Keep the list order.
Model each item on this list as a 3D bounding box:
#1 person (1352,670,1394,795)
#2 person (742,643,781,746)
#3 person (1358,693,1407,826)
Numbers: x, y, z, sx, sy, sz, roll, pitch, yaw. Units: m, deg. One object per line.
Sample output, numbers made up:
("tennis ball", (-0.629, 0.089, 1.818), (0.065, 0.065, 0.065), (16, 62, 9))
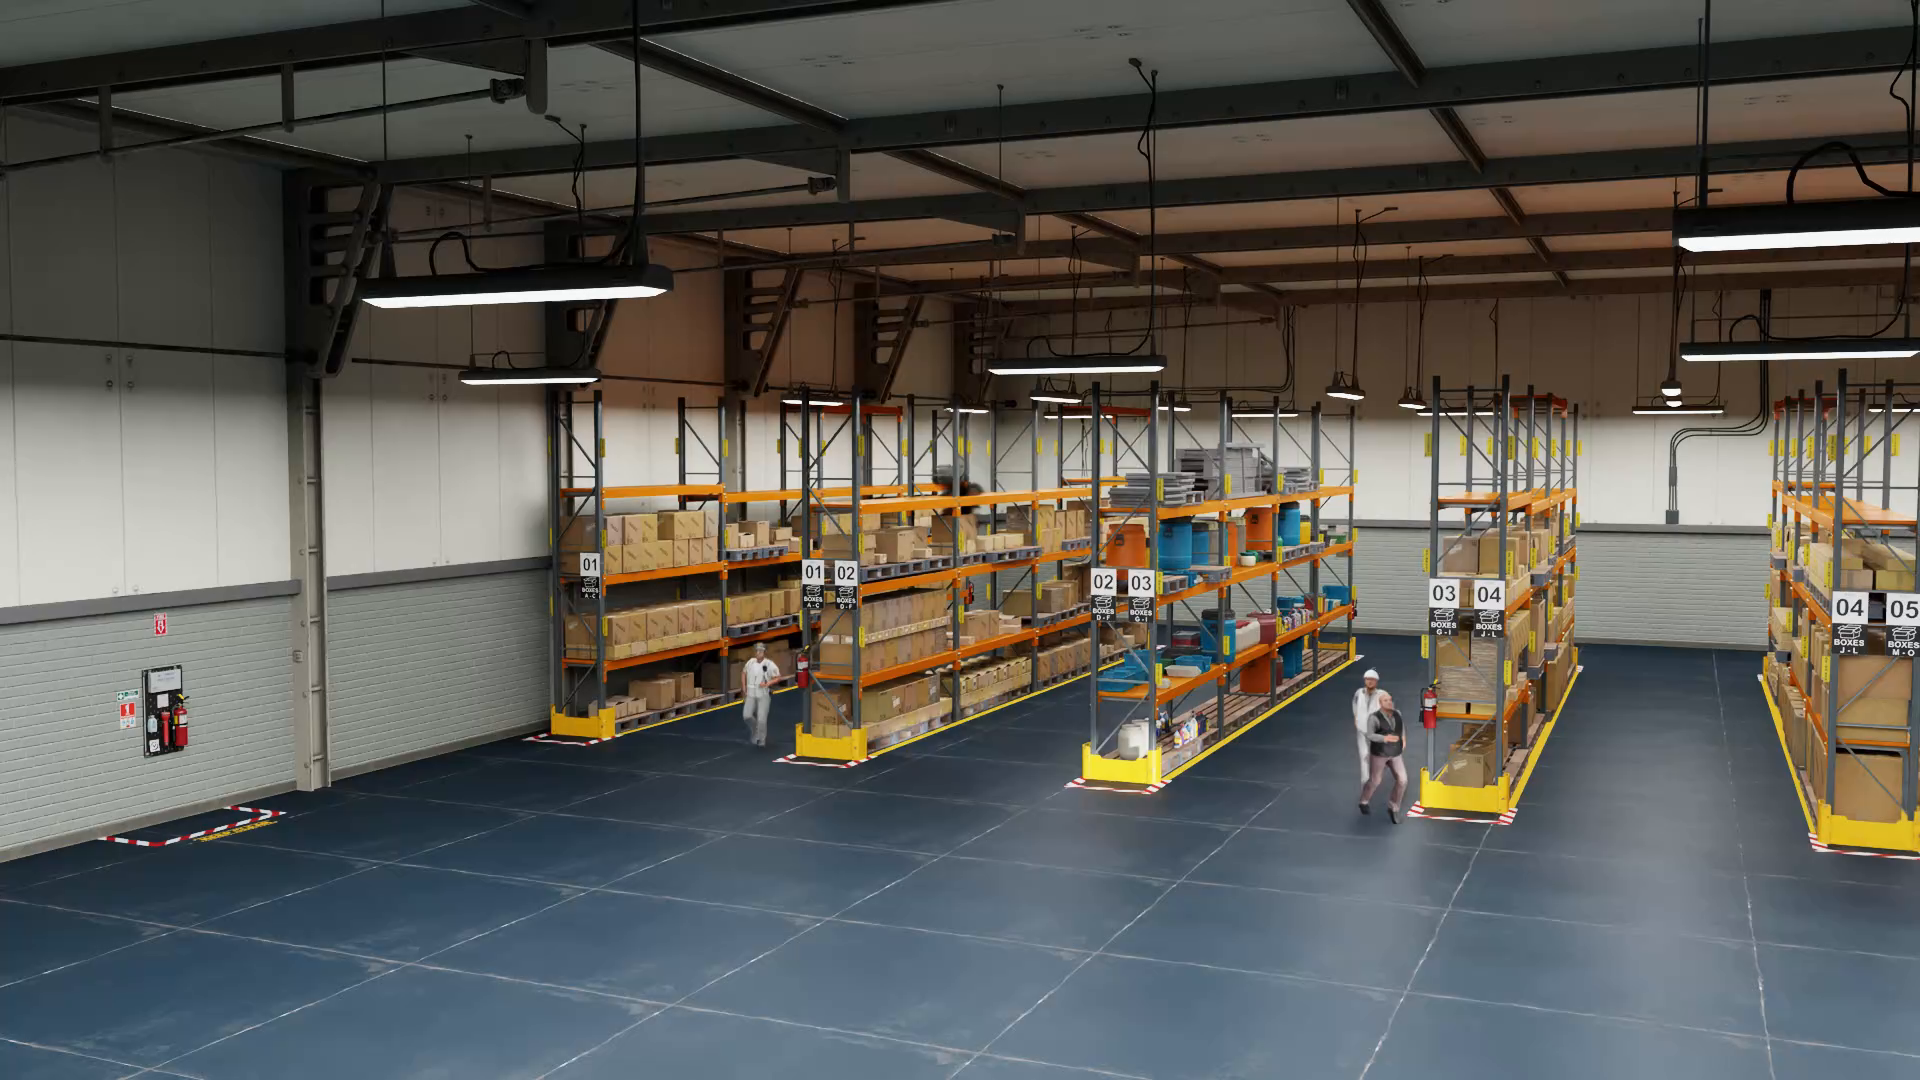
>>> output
("person", (6.056, 2.791, 24.407), (0.620, 1.787, 1.118), (1, 3, 17))
("person", (-3.365, 2.582, 27.773), (0.731, 1.742, 0.553), (1, 3, 14))
("person", (5.703, 2.917, 22.284), (0.664, 1.753, 0.887), (-1, 3, -13))
